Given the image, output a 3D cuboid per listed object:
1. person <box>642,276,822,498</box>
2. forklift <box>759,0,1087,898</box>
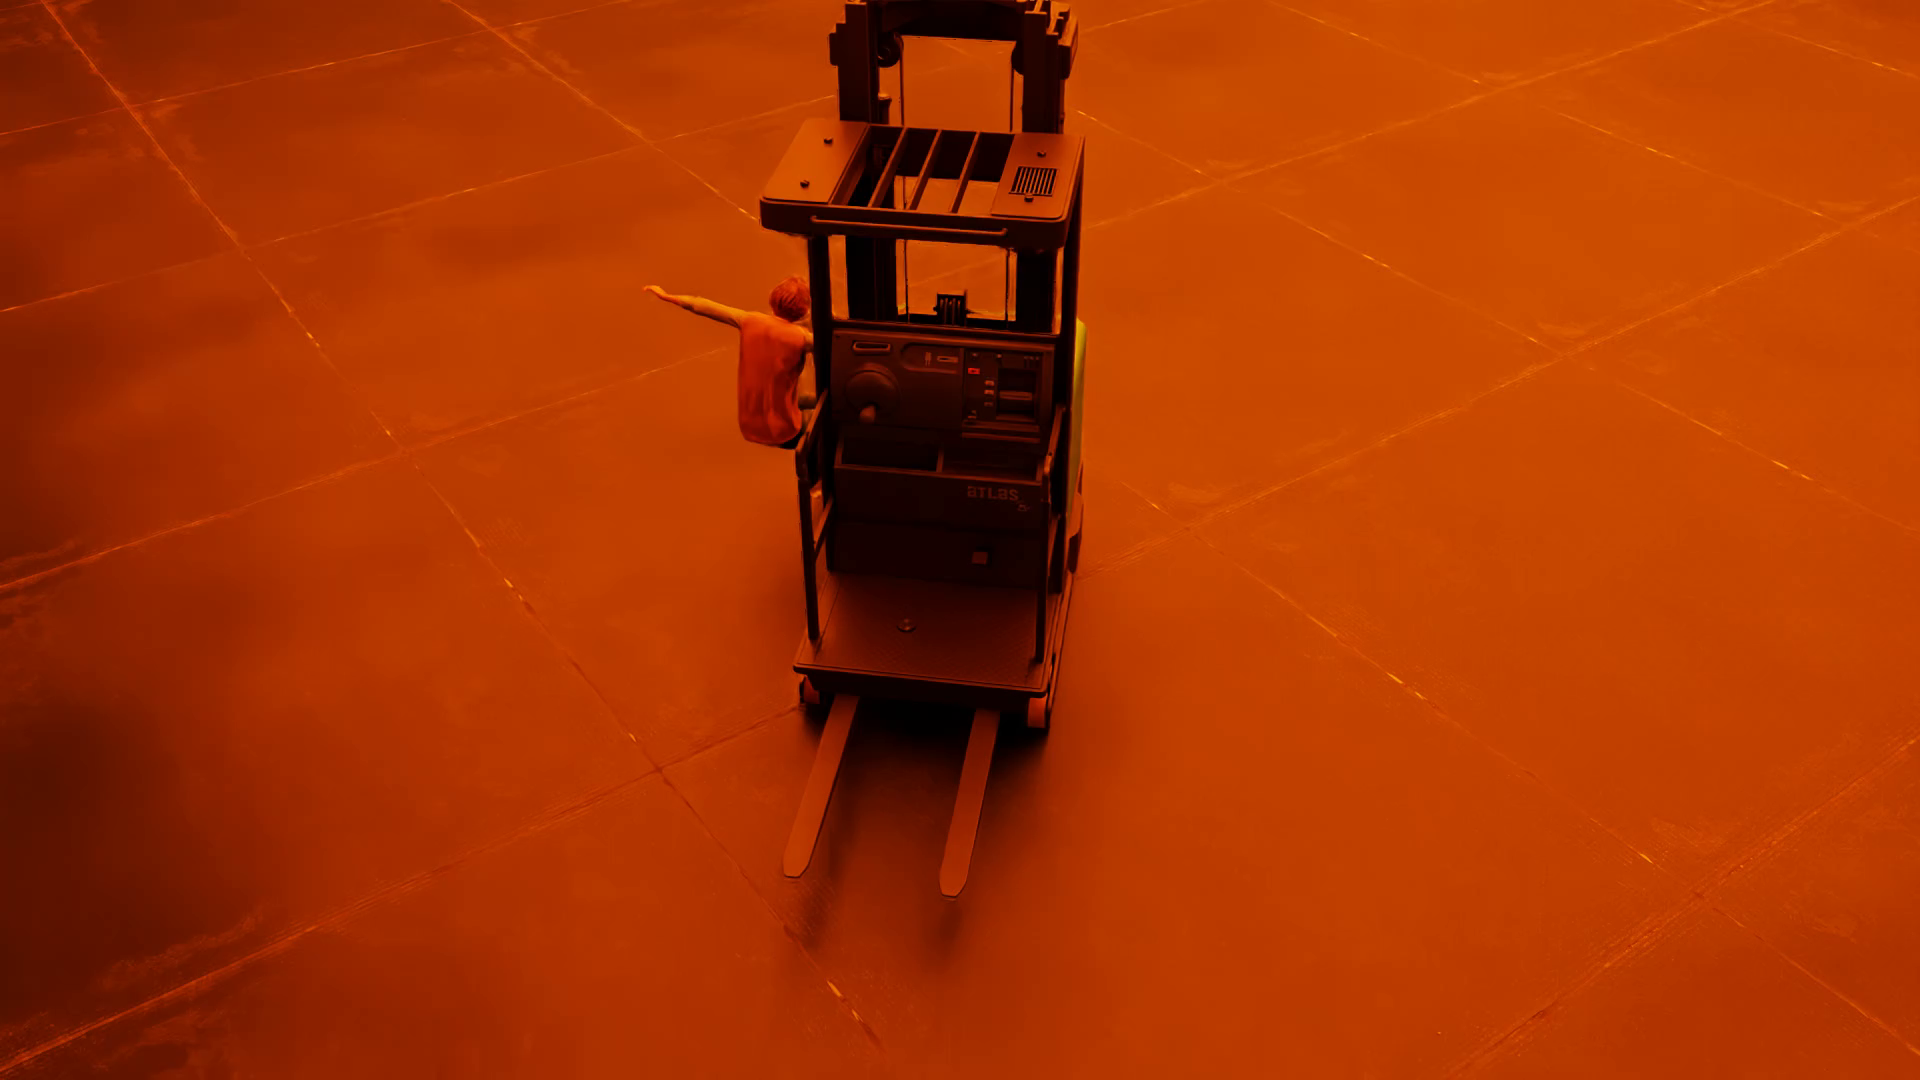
[{"bbox_3d":[-0.922,-0.755,8.338,1.310,1.252,0.657,19,40,24],"label":"person"},{"bbox_3d":[-0.107,-0.583,6.733,1.130,2.935,3.031,5,37,7],"label":"forklift"}]
